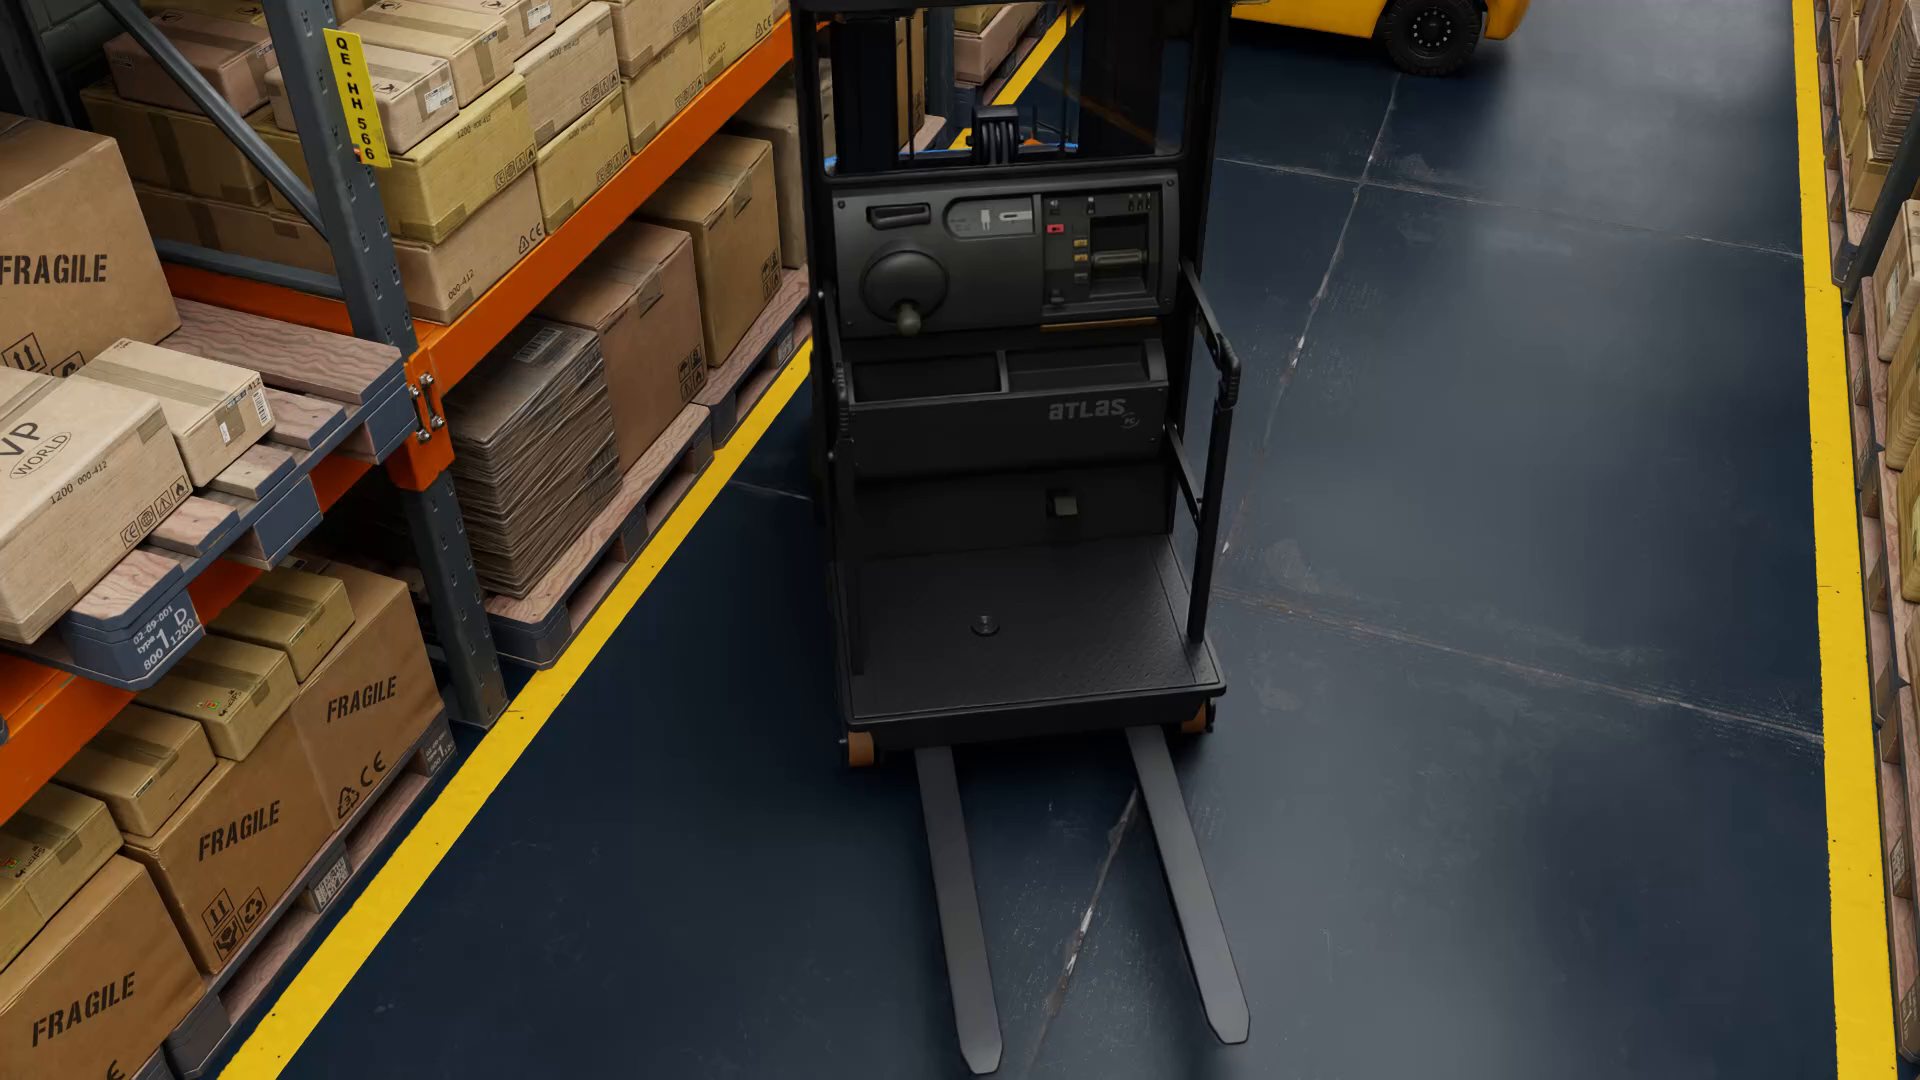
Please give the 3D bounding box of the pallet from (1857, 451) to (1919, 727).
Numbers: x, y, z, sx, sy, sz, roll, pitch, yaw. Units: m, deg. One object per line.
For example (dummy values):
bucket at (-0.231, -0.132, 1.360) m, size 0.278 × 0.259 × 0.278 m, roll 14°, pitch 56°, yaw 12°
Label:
pallet at (3.469, 0.238, 5.308) m, size 1.003 × 0.211 × 1.213 m, roll 13°, pitch 42°, yaw 15°

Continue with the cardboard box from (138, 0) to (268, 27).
cardboard box at (-1.979, -1.417, 4.523) m, size 0.380 × 0.149 × 0.250 m, roll 14°, pitch 43°, yaw 16°

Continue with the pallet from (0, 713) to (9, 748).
pallet at (-2.545, 0.556, 2.935) m, size 1.003 × 0.211 × 1.213 m, roll 13°, pitch 42°, yaw 15°

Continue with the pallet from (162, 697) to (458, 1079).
pallet at (-2.175, 0.803, 4.646) m, size 1.003 × 0.211 × 1.213 m, roll 13°, pitch 42°, yaw 15°

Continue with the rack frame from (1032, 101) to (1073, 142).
rack frame at (0.331, -1.132, 6.268) m, size 0.008 × 1.050 × 0.200 m, roll -29°, pitch 48°, yaw -30°

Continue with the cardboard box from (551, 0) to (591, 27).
cardboard box at (-1.267, -1.606, 4.744) m, size 0.380 × 0.149 × 0.250 m, roll 14°, pitch 42°, yaw 16°

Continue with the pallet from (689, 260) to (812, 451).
pallet at (-1.147, -0.879, 6.617) m, size 1.003 × 0.211 × 1.213 m, roll 13°, pitch 42°, yaw 15°

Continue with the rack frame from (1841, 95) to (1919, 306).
rack frame at (4.149, -2.045, 5.835) m, size 1.000 × 3.000 × 0.127 m, roll 13°, pitch 42°, yaw 15°

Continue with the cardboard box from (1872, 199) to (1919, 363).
cardboard box at (3.972, -0.884, 6.176) m, size 0.950 × 0.372 × 0.625 m, roll 14°, pitch 42°, yaw 16°

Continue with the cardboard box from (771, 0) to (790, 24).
cardboard box at (-0.808, -2.118, 6.037) m, size 0.500 × 0.250 × 0.500 m, roll 14°, pitch 42°, yaw 15°

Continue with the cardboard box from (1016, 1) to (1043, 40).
cardboard box at (0.119, -2.793, 8.507) m, size 0.500 × 0.250 × 0.500 m, roll 12°, pitch 42°, yaw 14°

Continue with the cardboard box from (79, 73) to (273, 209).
cardboard box at (-1.992, -1.173, 4.544) m, size 0.500 × 0.250 × 0.500 m, roll 14°, pitch 42°, yaw 16°

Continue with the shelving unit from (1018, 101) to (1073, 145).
shelving unit at (0.238, -1.080, 6.207) m, size 0.252 × 1.050 × 0.215 m, roll -29°, pitch 48°, yaw -30°

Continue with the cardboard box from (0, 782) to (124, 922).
cardboard box at (-2.144, 0.673, 3.753) m, size 0.380 × 0.149 × 0.250 m, roll 14°, pitch 43°, yaw 16°

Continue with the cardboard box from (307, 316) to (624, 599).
cardboard box at (-1.658, -0.338, 5.341) m, size 0.875 × 0.625 × 0.625 m, roll 15°, pitch 43°, yaw 16°

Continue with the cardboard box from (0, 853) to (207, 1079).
cardboard box at (-2.184, 1.015, 3.851) m, size 0.500 × 0.500 × 0.500 m, roll 15°, pitch 43°, yaw 17°

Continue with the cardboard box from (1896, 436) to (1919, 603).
cardboard box at (3.494, -0.021, 5.164) m, size 0.950 × 0.372 × 0.625 m, roll 15°, pitch 43°, yaw 17°

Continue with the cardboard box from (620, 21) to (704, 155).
cardboard box at (-1.157, -1.485, 5.295) m, size 0.500 × 0.250 × 0.500 m, roll 12°, pitch 42°, yaw 14°

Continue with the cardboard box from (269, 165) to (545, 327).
cardboard box at (-1.503, -0.864, 4.567) m, size 0.500 × 0.250 × 0.500 m, roll 13°, pitch 42°, yaw 15°

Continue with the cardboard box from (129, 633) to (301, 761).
cardboard box at (-1.879, 0.371, 4.107) m, size 0.380 × 0.149 × 0.250 m, roll 11°, pitch 42°, yaw 13°

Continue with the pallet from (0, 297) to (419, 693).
pallet at (-2.050, -0.202, 3.824) m, size 1.213 × 0.211 × 1.003 m, roll 13°, pitch 42°, yaw 15°

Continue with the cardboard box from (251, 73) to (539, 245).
cardboard box at (-1.479, -1.048, 4.398) m, size 0.500 × 0.250 × 0.500 m, roll 13°, pitch 42°, yaw 15°

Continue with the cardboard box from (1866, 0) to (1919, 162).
cardboard box at (4.100, -1.864, 6.841) m, size 0.500 × 0.500 × 0.500 m, roll 13°, pitch 42°, yaw 14°

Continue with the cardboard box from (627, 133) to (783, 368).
cardboard box at (-1.212, -1.149, 6.292) m, size 0.875 × 0.625 × 0.625 m, roll 12°, pitch 42°, yaw 13°

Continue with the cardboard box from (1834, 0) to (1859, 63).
cardboard box at (4.625, -2.522, 8.190) m, size 0.500 × 0.250 × 0.500 m, roll 16°, pitch 43°, yaw 18°

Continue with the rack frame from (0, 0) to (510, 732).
rack frame at (-1.884, -0.704, 4.265) m, size 1.000 × 3.000 × 0.127 m, roll 13°, pitch 42°, yaw 15°

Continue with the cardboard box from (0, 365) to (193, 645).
cardboard box at (-1.941, -0.092, 3.338) m, size 0.500 × 0.250 × 0.500 m, roll 11°, pitch 42°, yaw 13°

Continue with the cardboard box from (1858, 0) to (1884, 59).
cardboard box at (4.445, -2.486, 7.570) m, size 0.500 × 0.500 × 0.500 m, roll 15°, pitch 43°, yaw 17°

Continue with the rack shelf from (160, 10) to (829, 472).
rack shelf at (-1.200, -1.651, 5.928) m, size 1.077 × 0.370 × 4.000 m, roll 13°, pitch 42°, yaw 15°

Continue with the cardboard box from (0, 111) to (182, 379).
cardboard box at (-2.207, -0.623, 3.768) m, size 0.500 × 0.500 × 0.500 m, roll 15°, pitch 43°, yaw 17°

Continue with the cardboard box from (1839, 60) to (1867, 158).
cardboard box at (4.272, -1.906, 7.467) m, size 0.500 × 0.250 × 0.500 m, roll 12°, pitch 42°, yaw 14°

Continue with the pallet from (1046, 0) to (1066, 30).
pallet at (0.211, -3.306, 9.462) m, size 1.003 × 0.211 × 1.213 m, roll 13°, pitch 42°, yaw 15°

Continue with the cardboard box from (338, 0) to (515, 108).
cardboard box at (-1.408, -1.281, 4.364) m, size 0.380 × 0.149 × 0.250 m, roll 14°, pitch 42°, yaw 16°

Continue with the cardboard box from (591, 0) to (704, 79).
cardboard box at (-1.135, -1.674, 5.132) m, size 0.500 × 0.250 × 0.500 m, roll 12°, pitch 42°, yaw 14°

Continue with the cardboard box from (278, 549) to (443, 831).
cardboard box at (-1.827, 0.392, 4.581) m, size 0.500 × 0.500 × 0.500 m, roll 14°, pitch 43°, yaw 16°

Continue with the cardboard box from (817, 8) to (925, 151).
cardboard box at (-0.684, -2.080, 7.383) m, size 0.875 × 0.625 × 0.625 m, roll 15°, pitch 43°, yaw 17°

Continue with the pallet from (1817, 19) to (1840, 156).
pallet at (4.761, -2.148, 8.105) m, size 1.003 × 0.211 × 1.213 m, roll 13°, pitch 42°, yaw 15°

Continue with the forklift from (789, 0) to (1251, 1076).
forklift at (0.160, -0.685, 4.295) m, size 1.130 × 2.935 × 3.031 m, roll -5°, pitch 41°, yaw -6°

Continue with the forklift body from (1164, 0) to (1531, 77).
forklift body at (1.917, -3.699, 8.429) m, size 2.313 × 2.155 × 1.214 m, roll 13°, pitch 42°, yaw 15°
